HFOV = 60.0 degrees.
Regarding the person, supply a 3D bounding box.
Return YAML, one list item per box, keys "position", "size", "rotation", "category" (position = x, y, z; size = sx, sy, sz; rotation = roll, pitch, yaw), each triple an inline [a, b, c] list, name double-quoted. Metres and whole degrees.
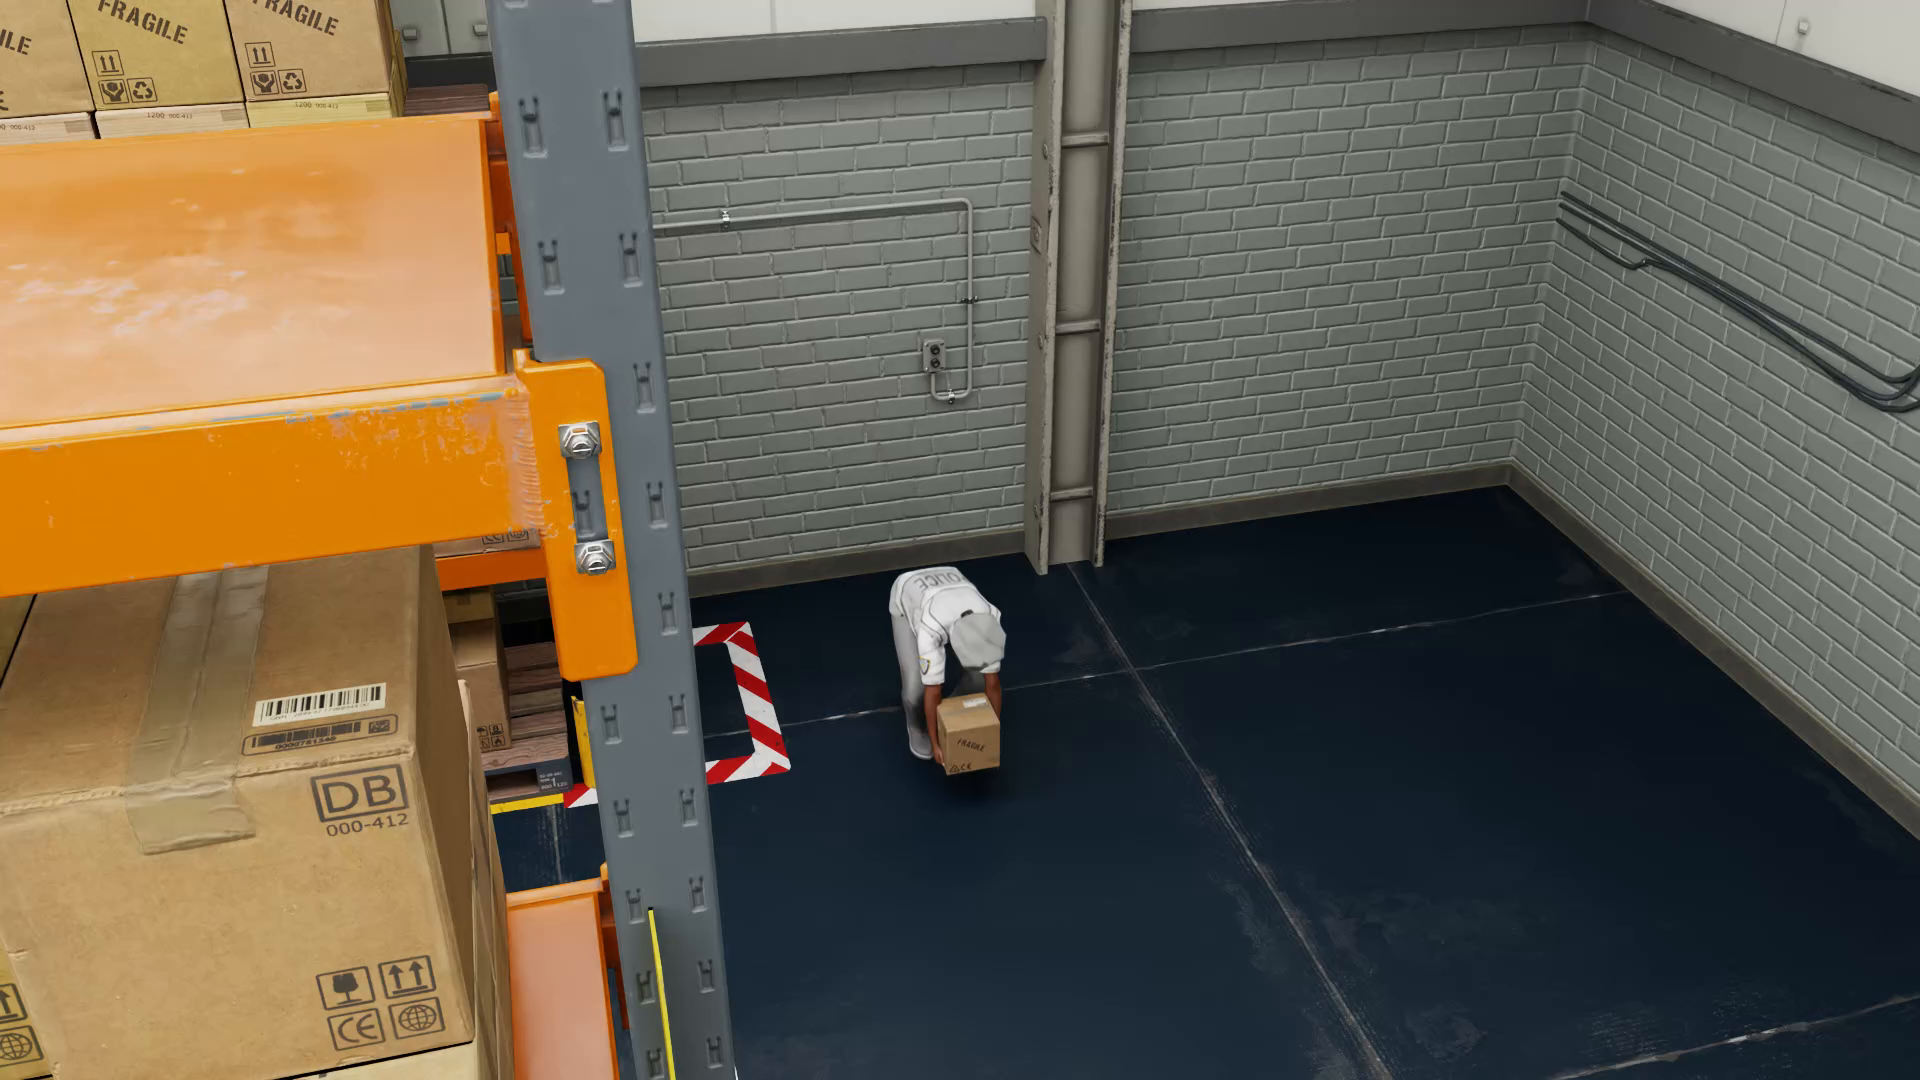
- position: [-3.754, 3.203, 2.612]
  size: [11.130, 1.841, 9.701]
  rotation: [-9, 32, -15]
  category: "person"
